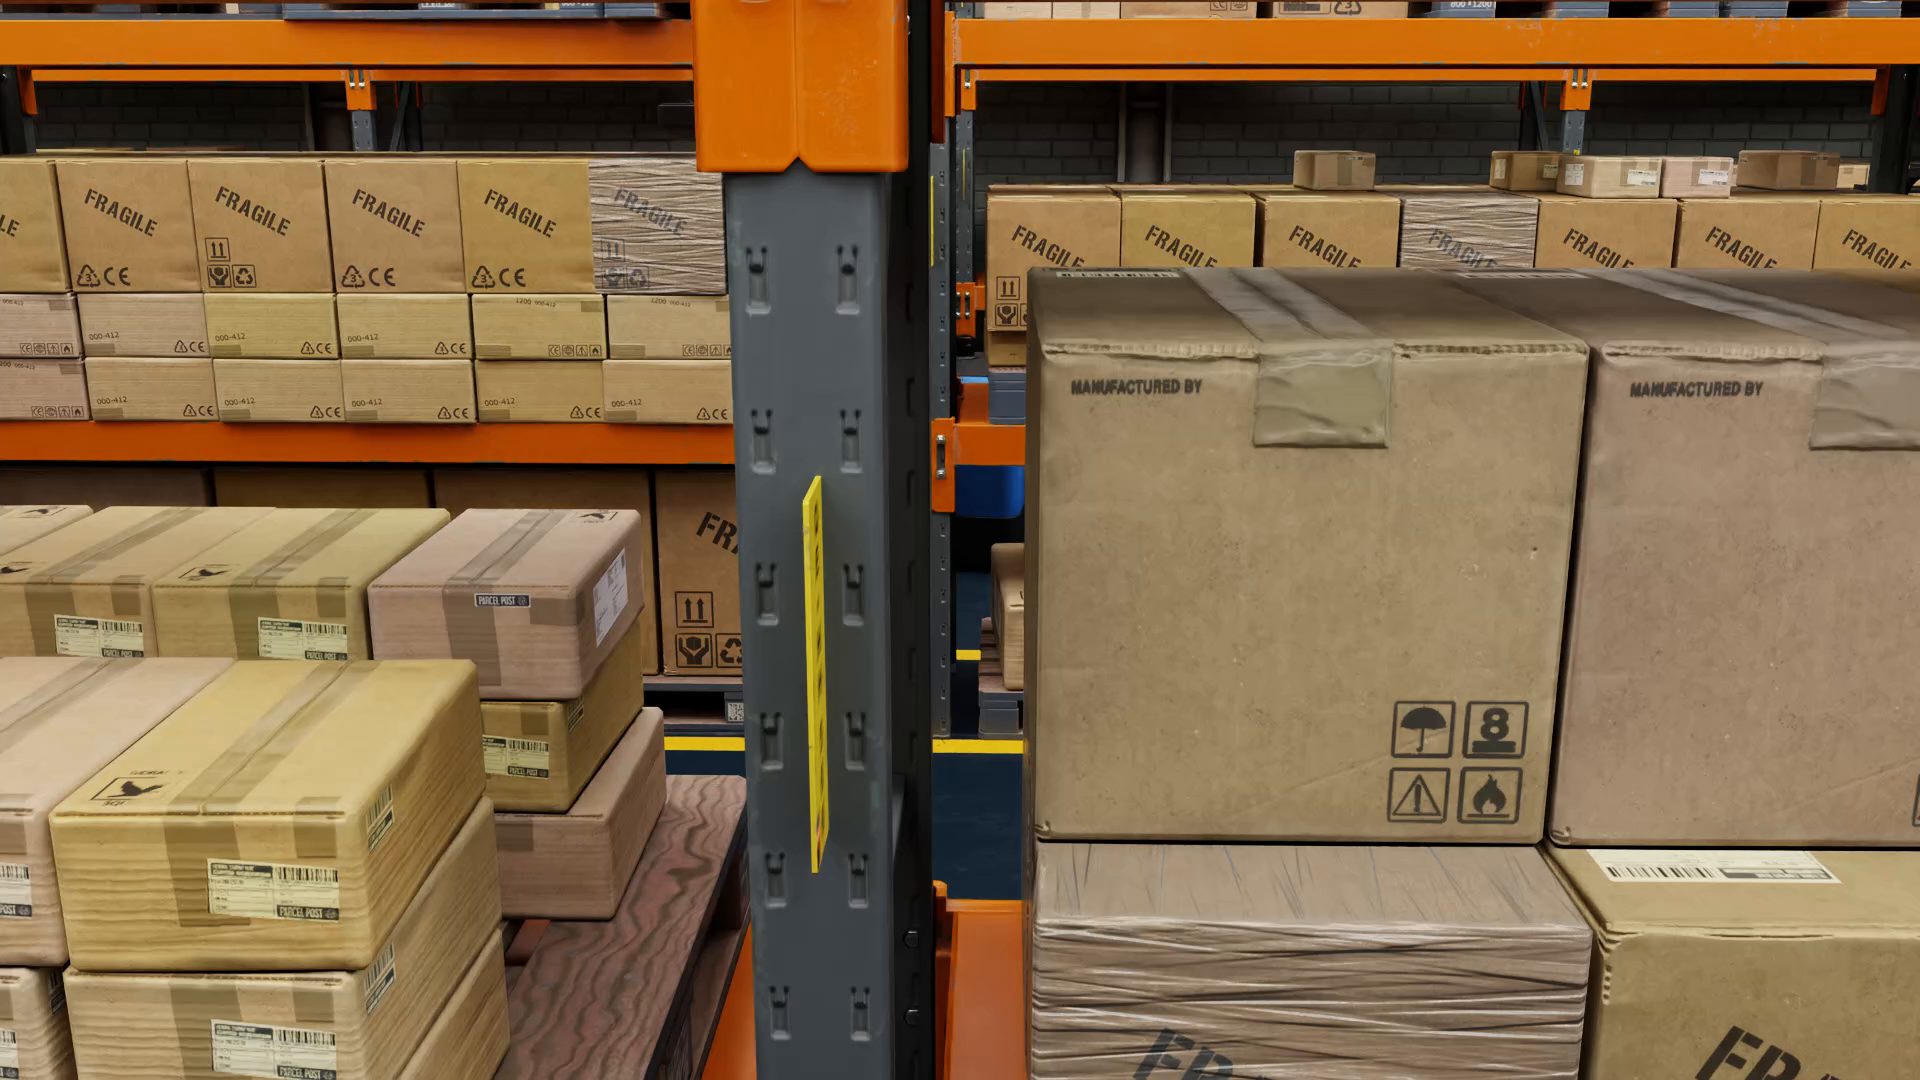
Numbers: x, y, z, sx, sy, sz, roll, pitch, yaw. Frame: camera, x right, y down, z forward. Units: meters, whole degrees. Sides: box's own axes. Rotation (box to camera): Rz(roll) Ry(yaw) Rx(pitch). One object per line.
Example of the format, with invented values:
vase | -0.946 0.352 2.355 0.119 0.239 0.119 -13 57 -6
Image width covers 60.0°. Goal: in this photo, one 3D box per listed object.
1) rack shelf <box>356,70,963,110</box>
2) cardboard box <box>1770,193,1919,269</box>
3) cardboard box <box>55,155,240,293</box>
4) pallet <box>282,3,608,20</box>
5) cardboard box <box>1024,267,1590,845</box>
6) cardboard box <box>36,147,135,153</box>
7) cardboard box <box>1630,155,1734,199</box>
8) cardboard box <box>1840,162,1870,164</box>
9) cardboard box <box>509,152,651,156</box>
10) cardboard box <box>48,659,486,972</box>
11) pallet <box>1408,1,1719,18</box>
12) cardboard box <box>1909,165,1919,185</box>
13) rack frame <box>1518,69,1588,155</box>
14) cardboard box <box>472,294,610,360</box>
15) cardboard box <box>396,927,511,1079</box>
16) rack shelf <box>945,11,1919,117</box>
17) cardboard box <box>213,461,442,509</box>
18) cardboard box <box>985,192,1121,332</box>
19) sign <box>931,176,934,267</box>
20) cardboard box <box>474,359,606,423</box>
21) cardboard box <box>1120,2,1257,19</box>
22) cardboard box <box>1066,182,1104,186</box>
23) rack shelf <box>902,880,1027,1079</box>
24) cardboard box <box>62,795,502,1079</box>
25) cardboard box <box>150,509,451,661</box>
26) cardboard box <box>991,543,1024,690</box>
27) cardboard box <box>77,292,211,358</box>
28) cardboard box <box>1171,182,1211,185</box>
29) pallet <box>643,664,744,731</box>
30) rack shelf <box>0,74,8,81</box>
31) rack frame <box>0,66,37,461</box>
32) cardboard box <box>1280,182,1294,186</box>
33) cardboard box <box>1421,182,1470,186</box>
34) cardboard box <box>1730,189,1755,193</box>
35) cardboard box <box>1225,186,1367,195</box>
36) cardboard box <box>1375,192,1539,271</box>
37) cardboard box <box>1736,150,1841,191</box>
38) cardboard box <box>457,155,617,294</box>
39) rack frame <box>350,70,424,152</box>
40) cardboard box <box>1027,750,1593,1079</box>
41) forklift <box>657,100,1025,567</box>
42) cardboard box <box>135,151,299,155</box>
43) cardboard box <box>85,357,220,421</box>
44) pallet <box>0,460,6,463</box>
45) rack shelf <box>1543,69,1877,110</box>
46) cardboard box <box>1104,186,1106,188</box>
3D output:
rack shelf | -1.968 -3.147 11.420 4.000 0.370 1.077 0 15 1
cardboard box | 3.439 -1.080 6.450 0.500 0.500 0.500 0 15 0
cardboard box | -3.149 -1.251 6.547 0.500 0.500 0.500 0 15 1
pallet | -1.855 -2.122 6.494 1.213 0.211 1.003 1 15 4
cardboard box | 0.331 -0.029 1.915 0.500 0.500 0.700 0 15 1
cardboard box | -6.020 -2.436 11.436 0.500 0.500 0.500 1 15 3
cardboard box | 2.750 -1.395 6.375 0.250 0.149 0.380 0 15 0
cardboard box | 6.153 -2.560 11.611 0.250 0.149 0.380 0 15 2
cardboard box | -1.591 -1.371 7.002 0.500 0.500 0.500 1 15 3
cardboard box | -0.619 0.242 1.547 0.250 0.149 0.380 0 15 -1
pallet | 2.256 -2.137 6.546 1.003 0.211 1.213 0 15 1
cardboard box | 6.387 -2.417 11.070 0.250 0.149 0.380 1 15 3
rack frame | 4.030 -2.006 11.562 0.127 3.000 1.000 0 15 1
cardboard box | -1.607 -0.874 6.587 0.500 0.250 0.500 0 15 0
cardboard box | -0.622 0.530 1.622 0.250 0.149 0.380 1 15 2
rack shelf | 1.908 -1.855 6.523 4.000 0.370 1.077 0 15 1
cardboard box | -2.565 0.020 7.227 0.875 0.875 0.875 1 15 3
cardboard box | 0.352 -1.099 6.524 0.500 0.500 0.500 0 15 0
sign | -0.103 -1.184 6.179 0.005 0.325 0.100 0 15 1
cardboard box | -1.618 -0.637 6.669 0.500 0.250 0.500 0 15 1
cardboard box | 0.856 -2.256 6.435 0.500 0.500 0.700 0 15 1
cardboard box | 0.883 -2.453 11.789 0.250 0.149 0.380 0 15 1
rack shelf | 1.882 0.858 2.118 4.000 0.370 1.077 0 15 1
cardboard box | -0.623 0.385 1.588 0.250 0.149 0.380 1 15 3
cardboard box | -0.843 0.074 2.181 0.250 0.149 0.380 0 15 0
cardboard box | 0.473 0.308 7.121 0.625 0.372 0.950 -1 15 -2
cardboard box | -3.136 -0.890 6.648 0.500 0.250 0.500 1 15 2
cardboard box | 1.641 -2.467 11.844 0.250 0.149 0.380 0 15 0
pallet | -0.878 0.558 7.311 1.213 0.211 1.003 0 15 1
rack shelf | -6.090 -1.908 6.720 4.000 0.370 1.077 0 15 1
rack frame | -4.090 -0.792 6.962 0.127 3.000 1.000 0 15 1
cardboard box | 2.411 -2.446 11.765 0.250 0.149 0.380 0 15 1
cardboard box | 3.417 -2.440 11.740 0.250 0.149 0.380 0 15 0
cardboard box | 2.945 -1.214 6.961 0.500 0.500 0.500 0 15 2
cardboard box | 1.392 -1.226 7.003 0.500 0.500 0.500 -1 15 -2
cardboard box | 1.904 -1.091 6.491 0.500 0.500 0.500 0 15 -1
cardboard box | 3.446 -1.542 6.931 0.250 0.149 0.380 0 15 1
cardboard box | -1.625 -1.241 6.506 0.500 0.500 0.500 0 15 1
rack frame | -3.967 -2.058 11.760 0.127 3.000 1.000 0 15 1
cardboard box | 0.325 0.521 1.791 0.500 0.500 0.500 1 15 2
forklift | -1.068 -1.436 9.537 3.031 2.935 1.130 3 15 11
cardboard box | -3.120 -1.383 7.048 0.500 0.500 0.500 1 15 3
cardboard box | -3.140 -0.646 6.704 0.500 0.250 0.500 0 15 0
pallet | -7.093 -0.730 12.194 1.213 0.211 1.003 0 15 1
rack shelf | 6.029 -3.095 11.222 4.000 0.370 1.077 0 15 1
cardboard box | 0.867 -2.320 11.286 0.250 0.149 0.380 1 15 3
